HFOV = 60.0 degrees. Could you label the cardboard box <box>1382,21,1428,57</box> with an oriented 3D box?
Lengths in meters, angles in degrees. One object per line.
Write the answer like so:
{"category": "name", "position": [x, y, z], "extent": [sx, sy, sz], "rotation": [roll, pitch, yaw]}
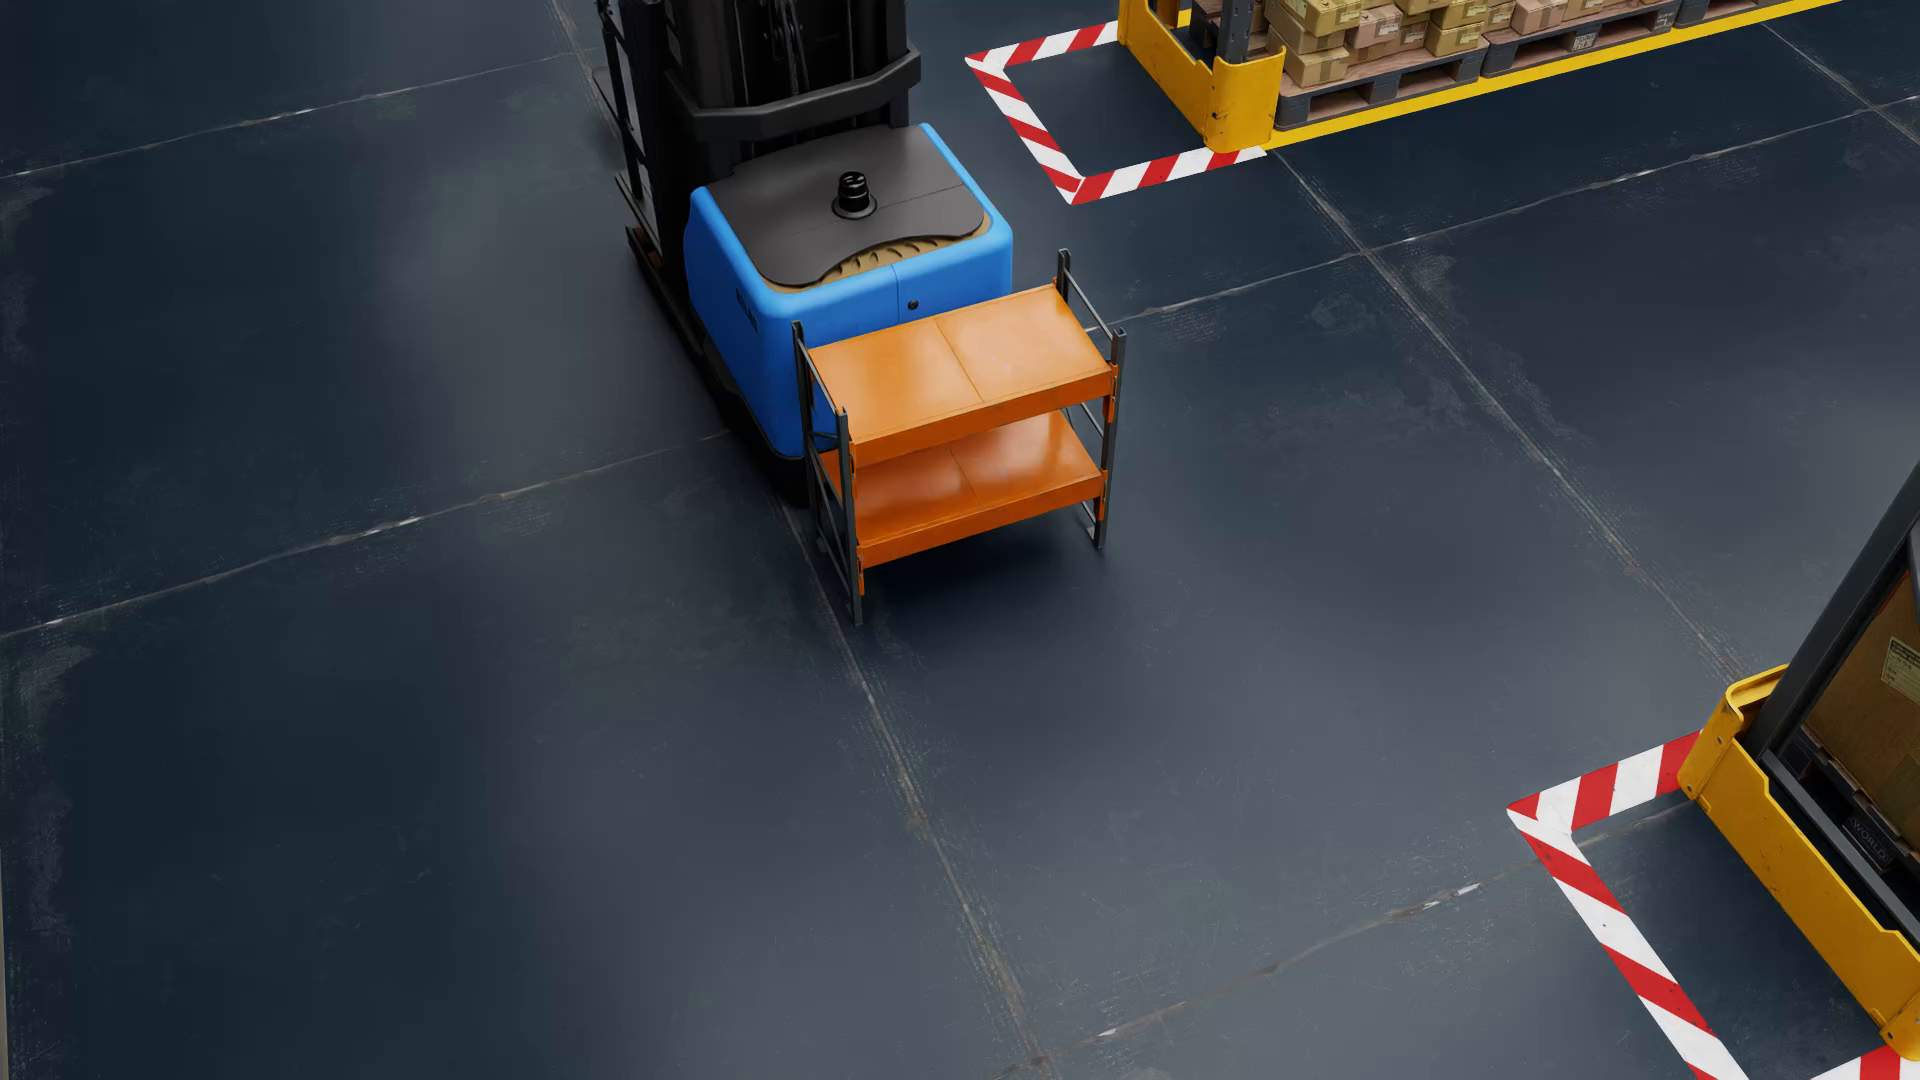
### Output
{"category": "cardboard box", "position": [2.173, -2.654, 8.495], "extent": [0.250, 0.149, 0.380], "rotation": [-17, 51, -14]}

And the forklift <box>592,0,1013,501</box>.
{"category": "forklift", "position": [-0.880, -2.244, 6.586], "extent": [1.130, 2.935, 3.031], "rotation": [-20, 52, -16]}

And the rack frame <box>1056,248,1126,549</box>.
{"category": "rack frame", "position": [0.464, -0.510, 6.288], "extent": [0.032, 1.125, 0.500], "rotation": [-17, 52, -14]}

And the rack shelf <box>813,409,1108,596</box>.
{"category": "rack shelf", "position": [-0.006, -0.205, 6.348], "extent": [1.000, 0.278, 0.538], "rotation": [-17, 52, -14]}

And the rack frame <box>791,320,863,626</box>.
{"category": "rack frame", "position": [-0.477, -0.219, 6.037], "extent": [0.032, 1.125, 0.500], "rotation": [-17, 52, -14]}

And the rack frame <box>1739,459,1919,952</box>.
{"category": "rack frame", "position": [2.910, 0.200, 4.441], "extent": [0.127, 3.000, 1.000], "rotation": [-17, 52, -14]}

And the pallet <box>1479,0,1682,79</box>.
{"category": "pallet", "position": [3.092, -2.981, 9.011], "extent": [1.213, 0.211, 1.003], "rotation": [-17, 52, -14]}

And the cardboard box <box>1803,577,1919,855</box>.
{"category": "cardboard box", "position": [3.472, 0.516, 5.294], "extent": [0.875, 0.875, 0.875], "rotation": [-17, 52, -14]}

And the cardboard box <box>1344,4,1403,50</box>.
{"category": "cardboard box", "position": [1.985, -2.626, 8.275], "extent": [0.250, 0.149, 0.380], "rotation": [-17, 52, -14]}

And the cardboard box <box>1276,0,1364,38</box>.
{"category": "cardboard box", "position": [1.742, -2.626, 8.079], "extent": [0.250, 0.149, 0.380], "rotation": [-19, 52, -16]}

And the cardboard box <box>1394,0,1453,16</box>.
{"category": "cardboard box", "position": [2.233, -2.771, 8.204], "extent": [0.250, 0.149, 0.380], "rotation": [-17, 52, -14]}

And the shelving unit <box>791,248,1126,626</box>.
{"category": "shelving unit", "position": [-0.006, -0.365, 6.162], "extent": [1.048, 1.125, 0.538], "rotation": [-17, 52, -14]}

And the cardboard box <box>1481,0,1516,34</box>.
{"category": "cardboard box", "position": [2.651, -2.791, 8.612], "extent": [0.250, 0.149, 0.380], "rotation": [-17, 51, -14]}

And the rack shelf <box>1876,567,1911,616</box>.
{"category": "rack shelf", "position": [4.762, -0.139, 5.207], "extent": [4.000, 0.370, 1.077], "rotation": [-17, 52, -14]}

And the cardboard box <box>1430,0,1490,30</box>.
{"category": "cardboard box", "position": [2.457, -2.756, 8.386], "extent": [0.250, 0.149, 0.380], "rotation": [-16, 51, -13]}

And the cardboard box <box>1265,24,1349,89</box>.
{"category": "cardboard box", "position": [1.734, -2.446, 8.316], "extent": [0.250, 0.149, 0.380], "rotation": [-16, 51, -14]}

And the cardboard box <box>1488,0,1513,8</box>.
{"category": "cardboard box", "position": [2.667, -2.899, 8.509], "extent": [0.250, 0.149, 0.380], "rotation": [-19, 52, -16]}

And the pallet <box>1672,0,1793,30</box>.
{"category": "pallet", "position": [4.223, -3.334, 9.314], "extent": [1.213, 0.211, 1.003], "rotation": [-17, 52, -14]}

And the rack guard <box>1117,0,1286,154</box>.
{"category": "rack guard", "position": [1.199, -2.520, 8.425], "extent": [0.348, 0.500, 1.175], "rotation": [-17, 52, -14]}

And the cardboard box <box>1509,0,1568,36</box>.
{"category": "cardboard box", "position": [2.915, -2.801, 8.621], "extent": [0.250, 0.149, 0.380], "rotation": [-20, 52, -16]}

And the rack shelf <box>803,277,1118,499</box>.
{"category": "rack shelf", "position": [-0.006, -0.555, 5.940], "extent": [1.000, 0.278, 0.538], "rotation": [-17, 52, -14]}

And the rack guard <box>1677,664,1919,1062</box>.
{"category": "rack guard", "position": [2.888, 1.022, 5.384], "extent": [0.348, 0.500, 1.175], "rotation": [-17, 52, -14]}

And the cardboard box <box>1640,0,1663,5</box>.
{"category": "cardboard box", "position": [3.639, -3.019, 8.808], "extent": [0.250, 0.149, 0.380], "rotation": [-17, 52, -14]}

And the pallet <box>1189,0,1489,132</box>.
{"category": "pallet", "position": [1.964, -2.634, 8.713], "extent": [1.213, 0.211, 1.003], "rotation": [-17, 52, -14]}

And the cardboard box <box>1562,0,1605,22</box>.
{"category": "cardboard box", "position": [3.161, -2.899, 8.705], "extent": [0.250, 0.149, 0.380], "rotation": [-17, 52, -14]}

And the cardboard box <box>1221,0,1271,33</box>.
{"category": "cardboard box", "position": [1.537, -2.818, 8.636], "extent": [0.250, 0.149, 0.380], "rotation": [-16, 51, -14]}

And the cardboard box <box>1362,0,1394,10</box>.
{"category": "cardboard box", "position": [1.952, -2.789, 8.219], "extent": [0.250, 0.149, 0.380], "rotation": [-16, 51, -14]}

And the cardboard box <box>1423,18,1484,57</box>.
{"category": "cardboard box", "position": [2.451, -2.651, 8.492], "extent": [0.250, 0.149, 0.380], "rotation": [-17, 51, -14]}

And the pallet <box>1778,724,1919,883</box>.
{"category": "pallet", "position": [3.621, 0.825, 5.744], "extent": [1.213, 0.211, 1.003], "rotation": [-17, 52, -14]}

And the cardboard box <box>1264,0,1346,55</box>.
{"category": "cardboard box", "position": [1.711, -2.587, 8.242], "extent": [0.250, 0.149, 0.380], "rotation": [-15, 51, -13]}

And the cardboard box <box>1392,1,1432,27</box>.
{"category": "cardboard box", "position": [2.179, -2.758, 8.389], "extent": [0.250, 0.149, 0.380], "rotation": [-17, 51, -14]}

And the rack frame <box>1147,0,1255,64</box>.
{"category": "rack frame", "position": [1.128, -3.312, 7.458], "extent": [0.127, 3.000, 1.000], "rotation": [-17, 52, -14]}

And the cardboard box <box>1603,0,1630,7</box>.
{"category": "cardboard box", "position": [3.372, -2.991, 8.785], "extent": [0.250, 0.149, 0.380], "rotation": [-16, 51, -14]}

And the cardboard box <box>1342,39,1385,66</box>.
{"category": "cardboard box", "position": [1.946, -2.578, 8.430], "extent": [0.250, 0.149, 0.380], "rotation": [-17, 52, -14]}
